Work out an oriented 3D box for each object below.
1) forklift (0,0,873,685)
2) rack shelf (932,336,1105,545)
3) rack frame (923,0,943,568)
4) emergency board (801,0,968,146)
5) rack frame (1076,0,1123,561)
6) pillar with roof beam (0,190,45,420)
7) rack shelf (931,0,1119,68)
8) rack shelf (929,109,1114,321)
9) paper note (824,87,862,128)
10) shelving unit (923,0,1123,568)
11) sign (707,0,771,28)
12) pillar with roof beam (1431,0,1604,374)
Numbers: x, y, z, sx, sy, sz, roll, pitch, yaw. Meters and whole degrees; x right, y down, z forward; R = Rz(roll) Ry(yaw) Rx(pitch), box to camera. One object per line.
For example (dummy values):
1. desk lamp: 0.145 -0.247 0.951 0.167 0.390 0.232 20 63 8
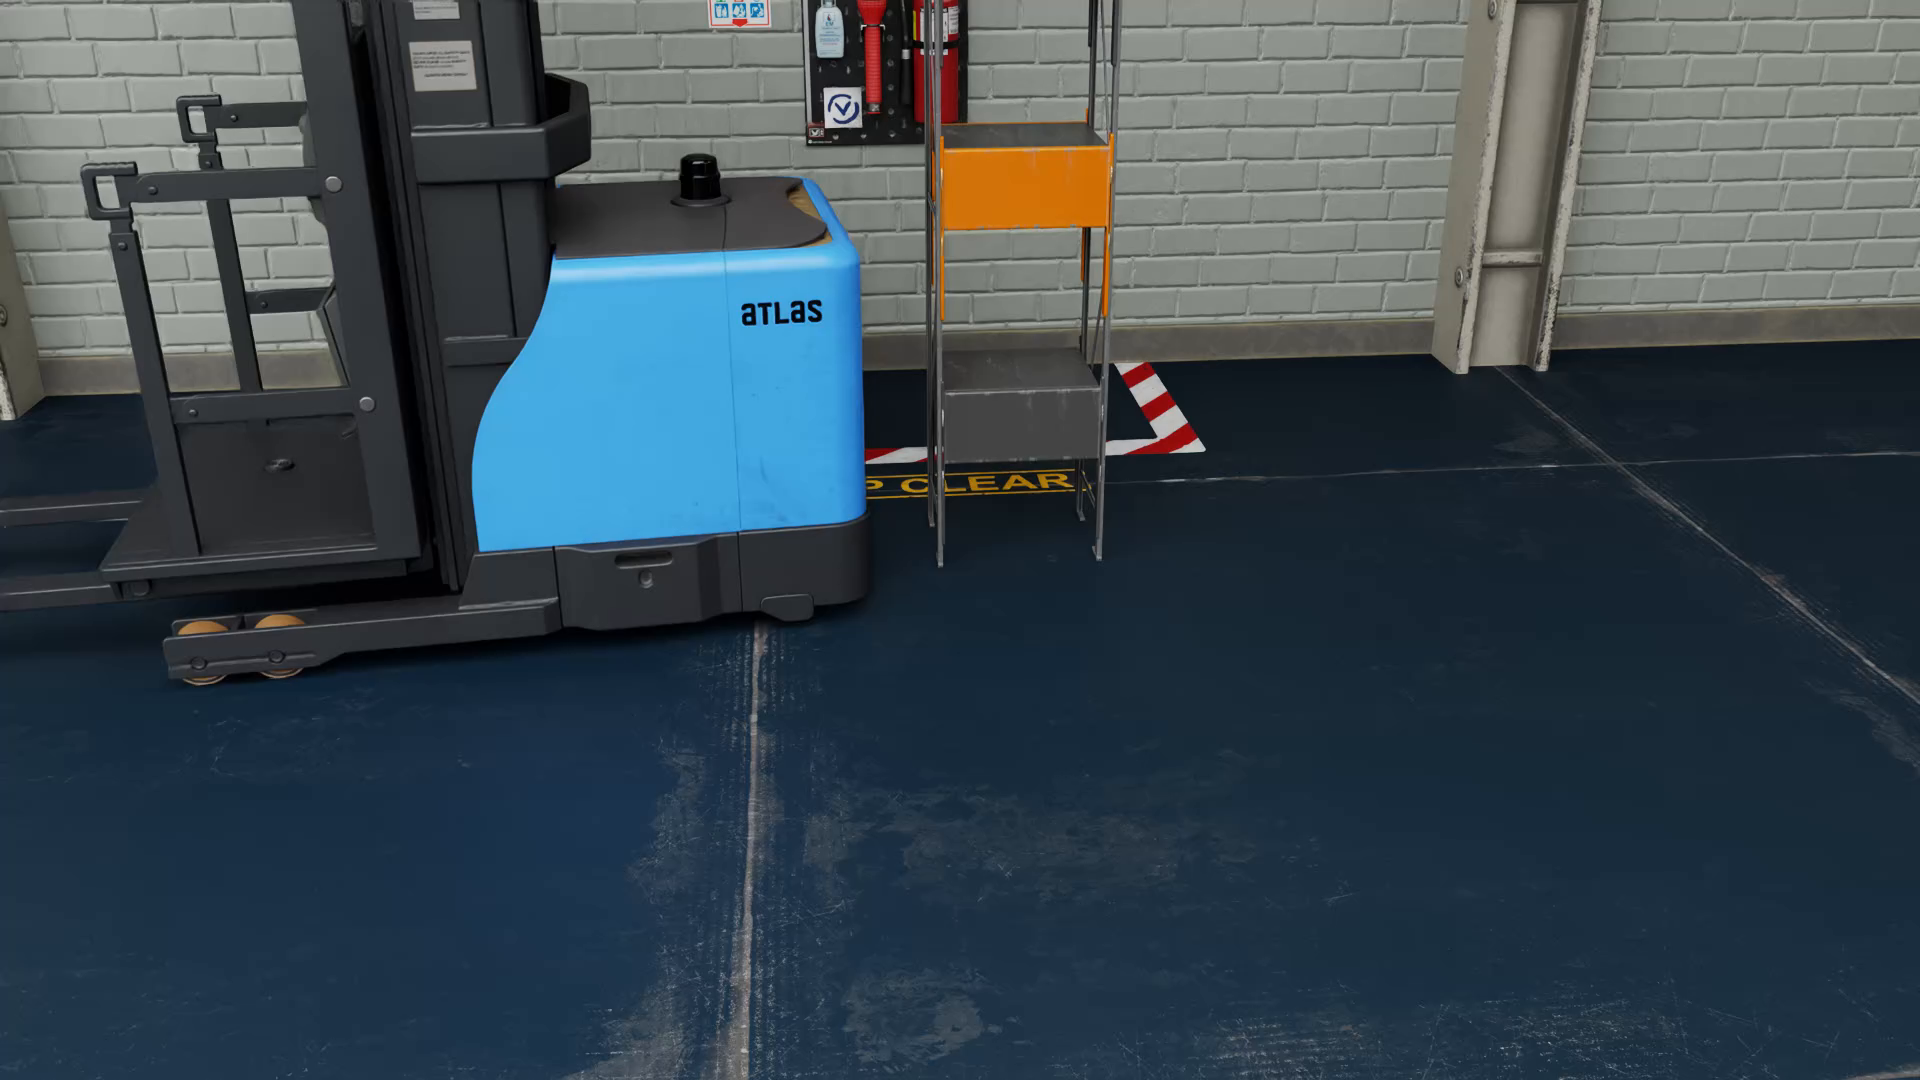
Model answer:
1. forklift: -1.820 -1.190 4.318 3.031 2.935 1.130 -5 24 -10
2. rack shelf: 0.165 -0.314 5.128 0.480 0.518 0.431 -2 24 -5
3. rack frame: -0.078 -0.956 4.817 0.015 2.100 0.400 -2 24 -5
4. emergency board: -0.264 -2.035 6.135 0.643 1.169 0.194 -2 24 -5
5. rack frame: 0.408 -0.976 4.860 0.015 2.100 0.400 -2 24 -5
6. pillar with roof beam: -3.349 -2.880 0.650 0.400 9.000 9.100 -2 24 -5
7. rack shelf: 0.165 -1.593 4.560 0.480 0.518 0.431 -2 24 -5
8. rack shelf: 0.165 -0.954 4.844 0.480 0.518 0.431 -2 24 -5
9. paper note: -0.447 -1.653 6.361 0.142 0.148 0.016 -2 24 -5
10. shelving unit: 0.165 -0.966 4.838 0.503 2.100 0.431 -2 24 -5
11. sign: -0.825 -2.071 6.172 0.234 0.329 0.001 -2 24 -5
12. pillar with roof beam: 2.622 -3.119 1.189 0.400 9.000 9.100 -2 24 -5
